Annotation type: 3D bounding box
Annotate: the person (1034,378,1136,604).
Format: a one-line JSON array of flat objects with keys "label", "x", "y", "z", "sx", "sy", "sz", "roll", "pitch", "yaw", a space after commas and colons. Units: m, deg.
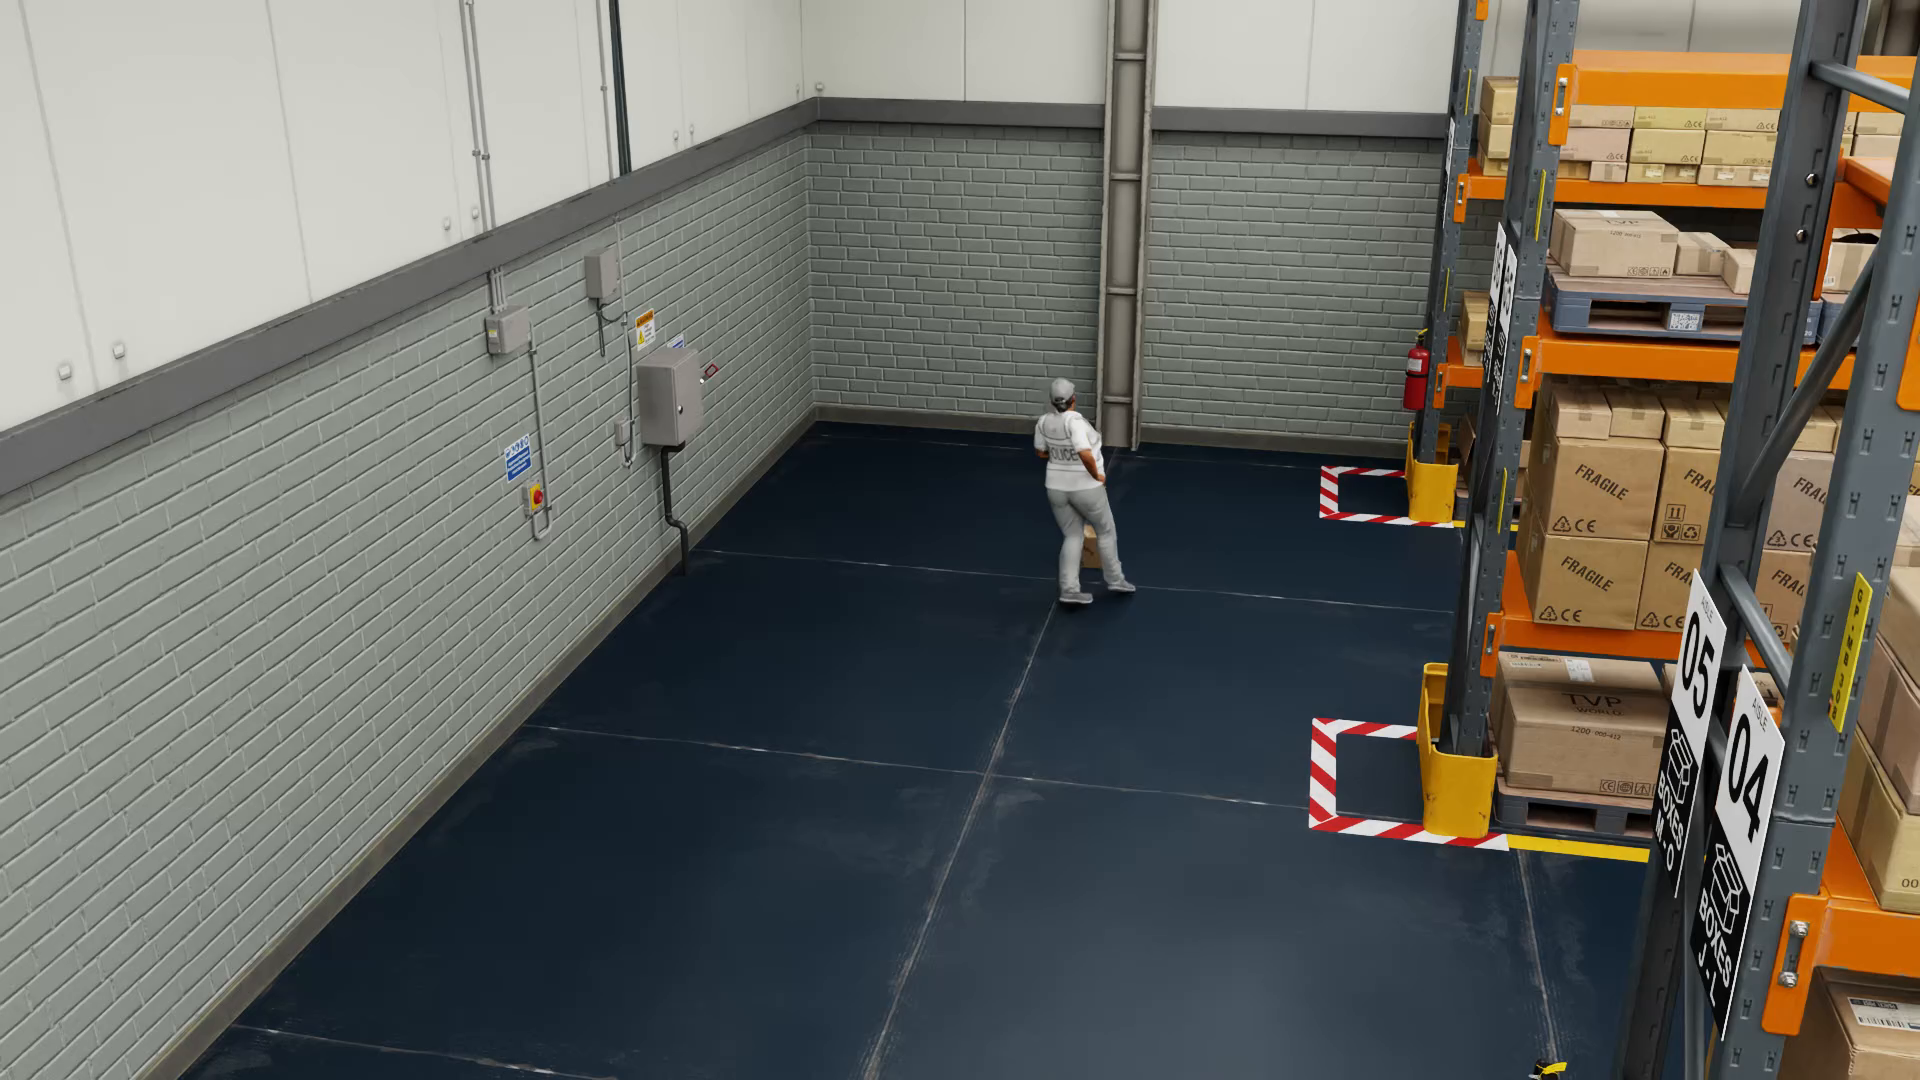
[{"label": "person", "x": 0.857, "y": -0.362, "z": 12.004, "sx": 0.687, "sy": 1.664, "sz": 0.694, "roll": 15, "pitch": 26, "yaw": 33}]
